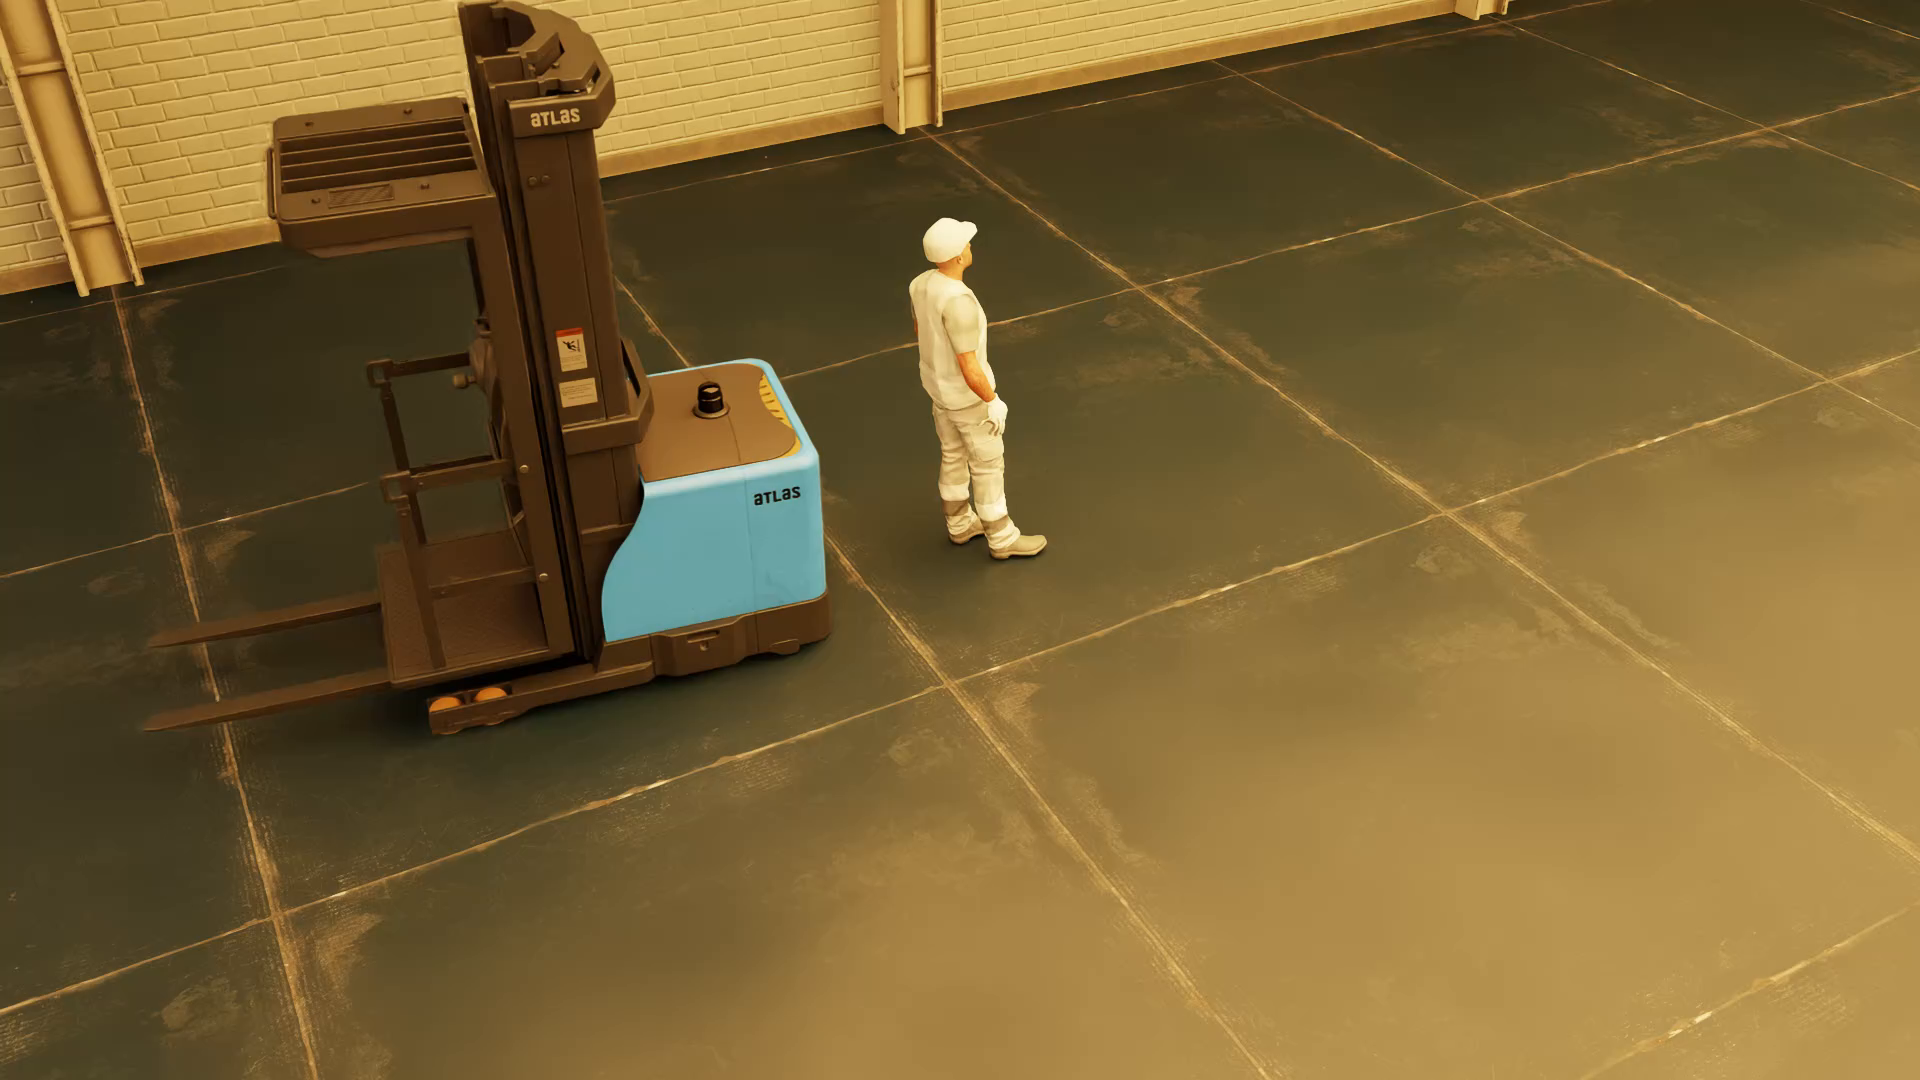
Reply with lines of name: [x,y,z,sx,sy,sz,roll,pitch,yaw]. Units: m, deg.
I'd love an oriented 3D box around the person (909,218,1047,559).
person: [0.076,-0.752,8.163,0.564,1.787,0.637,-17,39,-23]

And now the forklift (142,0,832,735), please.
forklift: [-2.187,-0.673,7.075,3.031,2.935,1.130,-12,37,-16]
